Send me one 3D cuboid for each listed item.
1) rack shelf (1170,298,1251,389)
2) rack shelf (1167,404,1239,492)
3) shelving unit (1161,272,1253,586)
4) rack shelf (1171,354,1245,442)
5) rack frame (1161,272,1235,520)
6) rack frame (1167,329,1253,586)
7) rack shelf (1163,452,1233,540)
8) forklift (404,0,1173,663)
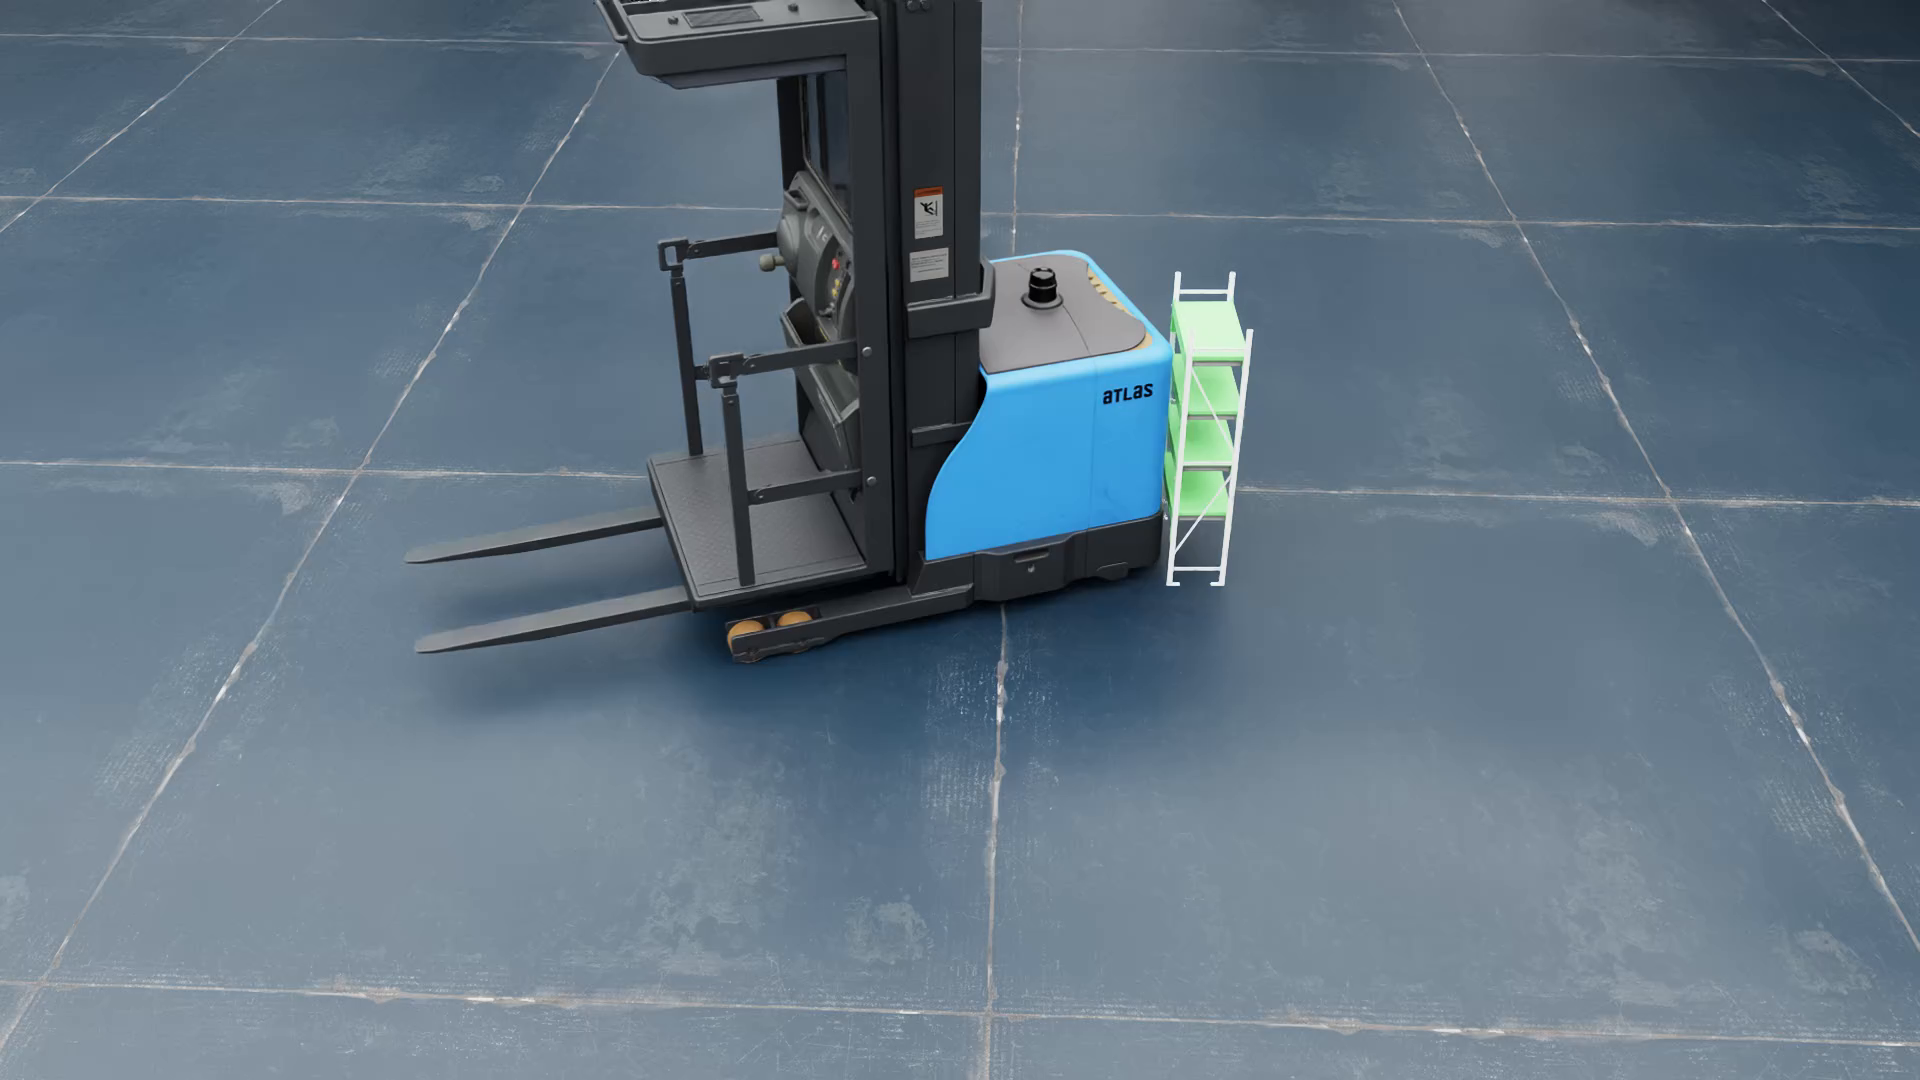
[{"bbox_3d":[0.988,-0.784,6.598,0.258,0.148,0.480,0,35,0],"label":"rack shelf"},{"bbox_3d":[0.988,-0.391,6.874,0.258,0.148,0.480,0,35,0],"label":"rack shelf"},{"bbox_3d":[0.988,-0.443,6.837,0.258,1.200,0.503,0,35,0],"label":"shelving unit"},{"bbox_3d":[0.988,-0.587,6.736,0.258,0.148,0.480,0,35,0],"label":"rack shelf"},{"bbox_3d":[0.988,-0.584,7.037,0.240,1.200,0.015,0,35,0],"label":"rack frame"},{"bbox_3d":[0.988,-0.303,6.638,0.240,1.200,0.015,0,35,0],"label":"rack frame"},{"bbox_3d":[0.988,-0.195,7.012,0.258,0.148,0.480,0,35,0],"label":"rack shelf"},{"bbox_3d":[-0.726,-1.057,6.205,3.031,2.935,1.130,-11,37,-15],"label":"forklift"}]
